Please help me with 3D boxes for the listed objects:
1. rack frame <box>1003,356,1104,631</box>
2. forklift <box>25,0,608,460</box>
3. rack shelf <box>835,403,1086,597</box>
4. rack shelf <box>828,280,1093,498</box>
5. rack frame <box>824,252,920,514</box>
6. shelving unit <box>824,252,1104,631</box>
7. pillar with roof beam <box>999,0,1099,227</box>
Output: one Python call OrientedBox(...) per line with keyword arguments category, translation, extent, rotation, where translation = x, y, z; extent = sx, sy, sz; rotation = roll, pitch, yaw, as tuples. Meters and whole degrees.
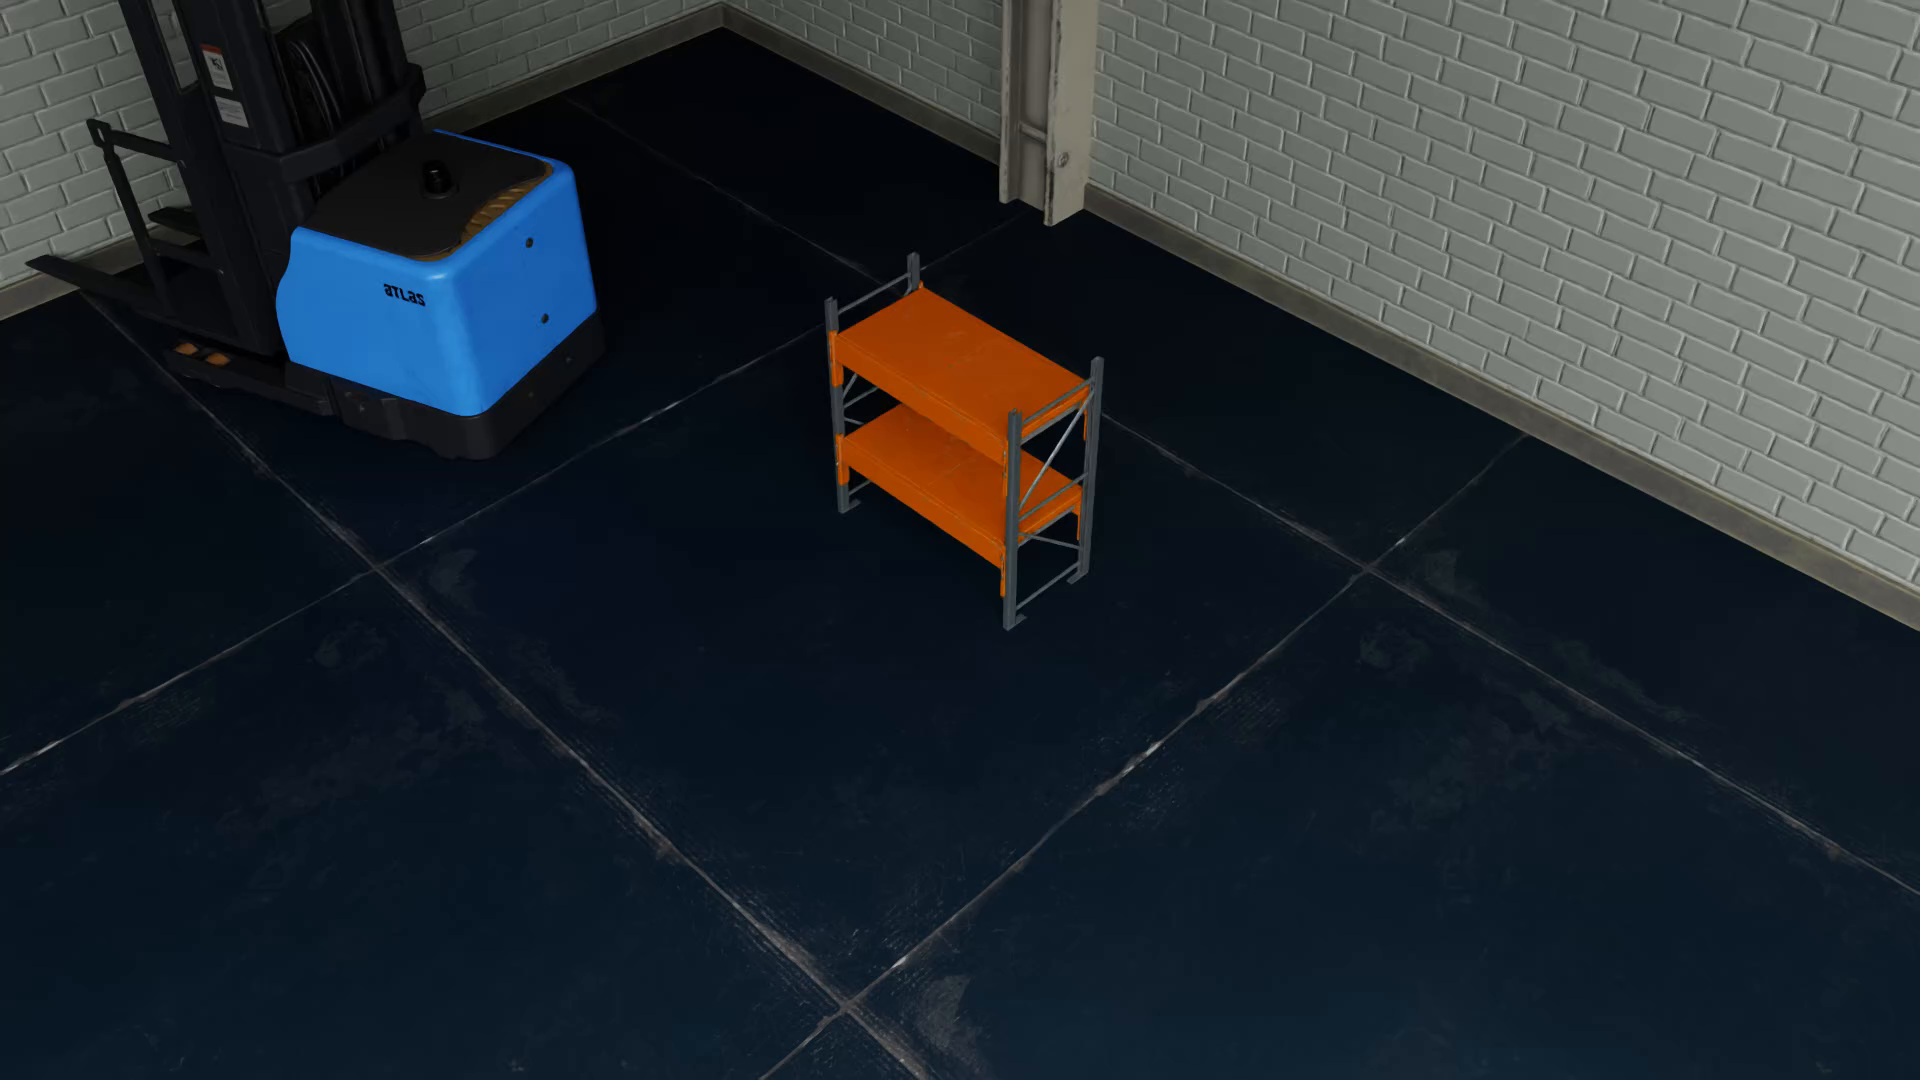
OrientedBox(category="rack frame", translation=(0.364, -0.166, 6.600), extent=(0.500, 1.125, 0.032), rotation=(-34, 53, -31))
OrientedBox(category="forklift", translation=(-3.289, -2.119, 7.384), extent=(3.031, 2.935, 1.130), rotation=(18, 46, 18))
OrientedBox(category="rack shelf", translation=(0.005, -0.230, 7.031), extent=(0.538, 0.278, 1.000), rotation=(-34, 53, -31))
OrientedBox(category="rack shelf", translation=(0.005, -0.625, 6.666), extent=(0.538, 0.278, 1.000), rotation=(-34, 53, -31))
OrientedBox(category="rack frame", translation=(-0.354, -0.654, 7.129), extent=(0.500, 1.125, 0.032), rotation=(-34, 53, -31))
OrientedBox(category="shelving unit", translation=(0.005, -0.410, 6.865), extent=(0.538, 1.125, 1.048), rotation=(-34, 53, -31))
OrientedBox(category="pillar with roof beam", translation=(-2.586, -3.124, 4.000), extent=(9.100, 9.000, 0.400), rotation=(-34, 53, -31))
